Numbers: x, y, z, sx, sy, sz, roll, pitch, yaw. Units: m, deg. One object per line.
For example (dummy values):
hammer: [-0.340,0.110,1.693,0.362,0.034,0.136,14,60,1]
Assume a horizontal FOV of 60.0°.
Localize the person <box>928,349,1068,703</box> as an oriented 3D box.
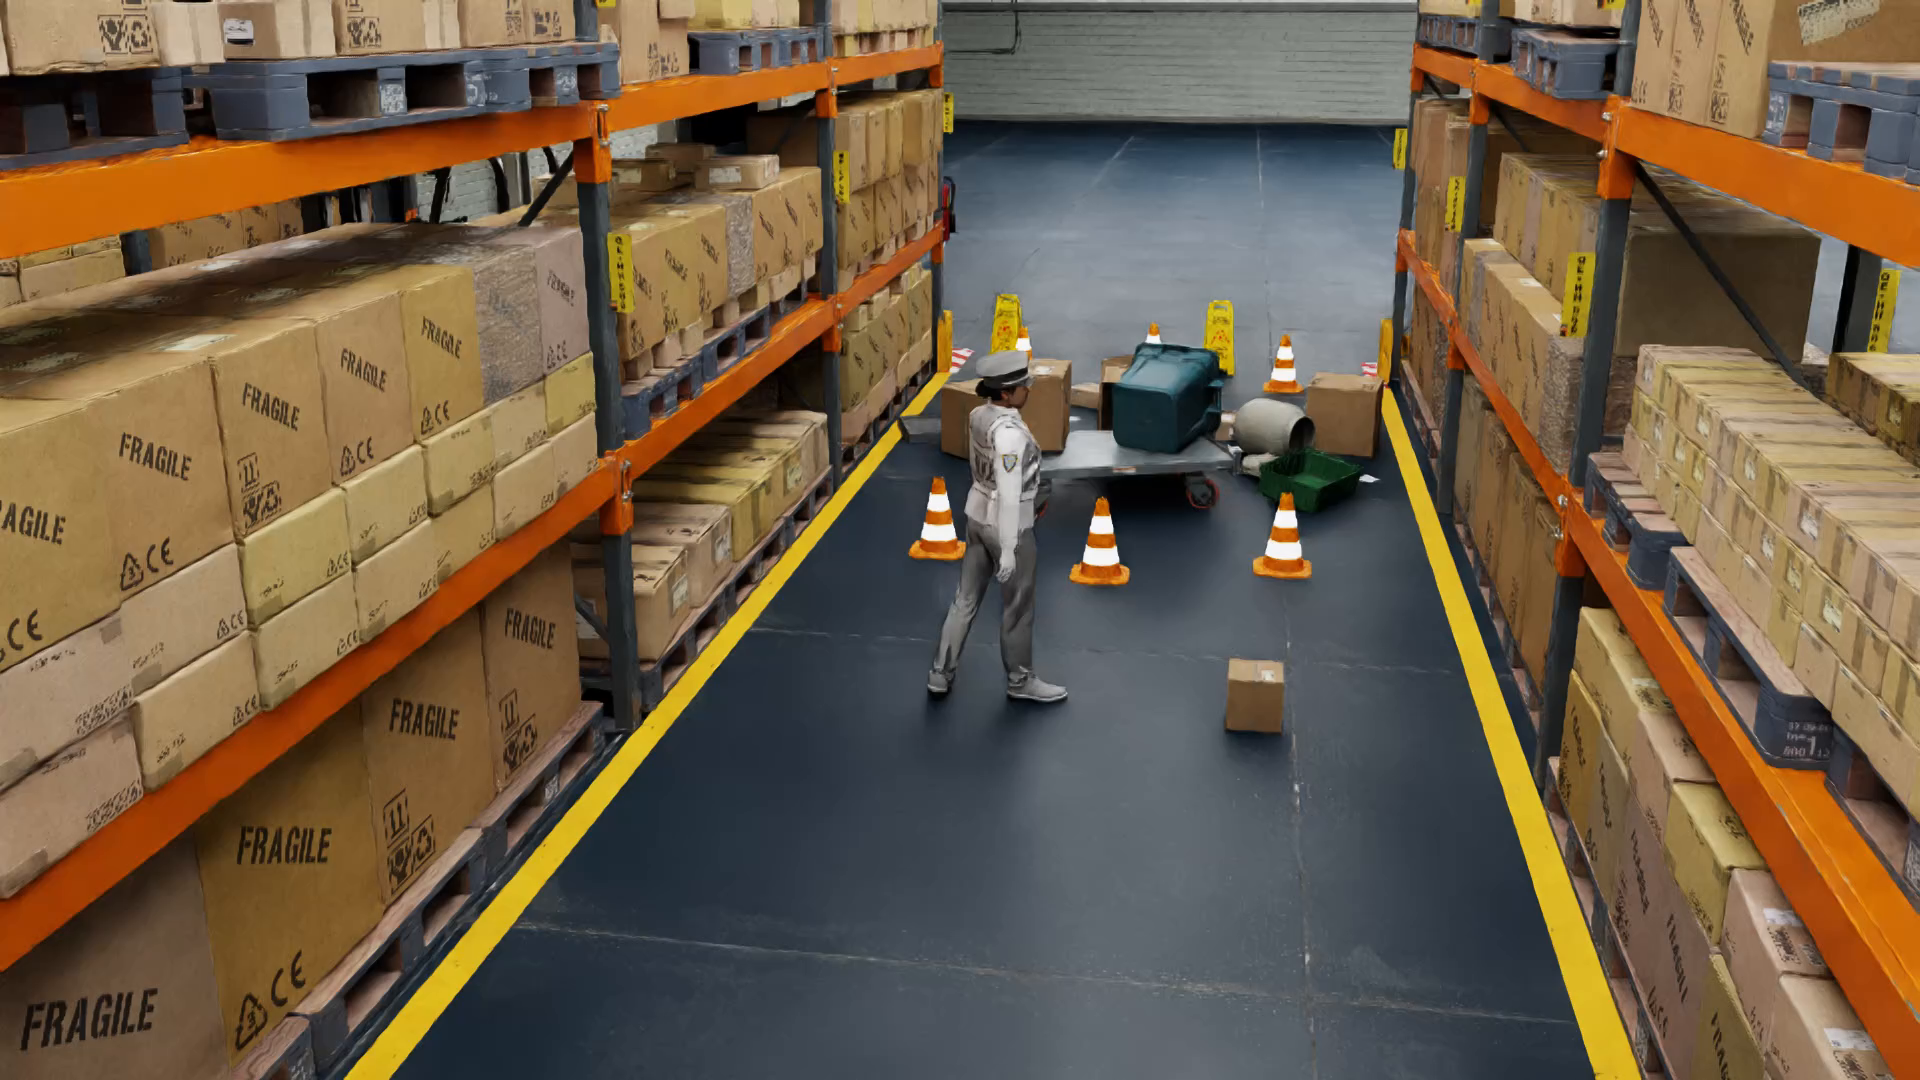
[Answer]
person: [0.169,-0.046,7.670,0.618,1.671,0.589,-9,20,-25]
